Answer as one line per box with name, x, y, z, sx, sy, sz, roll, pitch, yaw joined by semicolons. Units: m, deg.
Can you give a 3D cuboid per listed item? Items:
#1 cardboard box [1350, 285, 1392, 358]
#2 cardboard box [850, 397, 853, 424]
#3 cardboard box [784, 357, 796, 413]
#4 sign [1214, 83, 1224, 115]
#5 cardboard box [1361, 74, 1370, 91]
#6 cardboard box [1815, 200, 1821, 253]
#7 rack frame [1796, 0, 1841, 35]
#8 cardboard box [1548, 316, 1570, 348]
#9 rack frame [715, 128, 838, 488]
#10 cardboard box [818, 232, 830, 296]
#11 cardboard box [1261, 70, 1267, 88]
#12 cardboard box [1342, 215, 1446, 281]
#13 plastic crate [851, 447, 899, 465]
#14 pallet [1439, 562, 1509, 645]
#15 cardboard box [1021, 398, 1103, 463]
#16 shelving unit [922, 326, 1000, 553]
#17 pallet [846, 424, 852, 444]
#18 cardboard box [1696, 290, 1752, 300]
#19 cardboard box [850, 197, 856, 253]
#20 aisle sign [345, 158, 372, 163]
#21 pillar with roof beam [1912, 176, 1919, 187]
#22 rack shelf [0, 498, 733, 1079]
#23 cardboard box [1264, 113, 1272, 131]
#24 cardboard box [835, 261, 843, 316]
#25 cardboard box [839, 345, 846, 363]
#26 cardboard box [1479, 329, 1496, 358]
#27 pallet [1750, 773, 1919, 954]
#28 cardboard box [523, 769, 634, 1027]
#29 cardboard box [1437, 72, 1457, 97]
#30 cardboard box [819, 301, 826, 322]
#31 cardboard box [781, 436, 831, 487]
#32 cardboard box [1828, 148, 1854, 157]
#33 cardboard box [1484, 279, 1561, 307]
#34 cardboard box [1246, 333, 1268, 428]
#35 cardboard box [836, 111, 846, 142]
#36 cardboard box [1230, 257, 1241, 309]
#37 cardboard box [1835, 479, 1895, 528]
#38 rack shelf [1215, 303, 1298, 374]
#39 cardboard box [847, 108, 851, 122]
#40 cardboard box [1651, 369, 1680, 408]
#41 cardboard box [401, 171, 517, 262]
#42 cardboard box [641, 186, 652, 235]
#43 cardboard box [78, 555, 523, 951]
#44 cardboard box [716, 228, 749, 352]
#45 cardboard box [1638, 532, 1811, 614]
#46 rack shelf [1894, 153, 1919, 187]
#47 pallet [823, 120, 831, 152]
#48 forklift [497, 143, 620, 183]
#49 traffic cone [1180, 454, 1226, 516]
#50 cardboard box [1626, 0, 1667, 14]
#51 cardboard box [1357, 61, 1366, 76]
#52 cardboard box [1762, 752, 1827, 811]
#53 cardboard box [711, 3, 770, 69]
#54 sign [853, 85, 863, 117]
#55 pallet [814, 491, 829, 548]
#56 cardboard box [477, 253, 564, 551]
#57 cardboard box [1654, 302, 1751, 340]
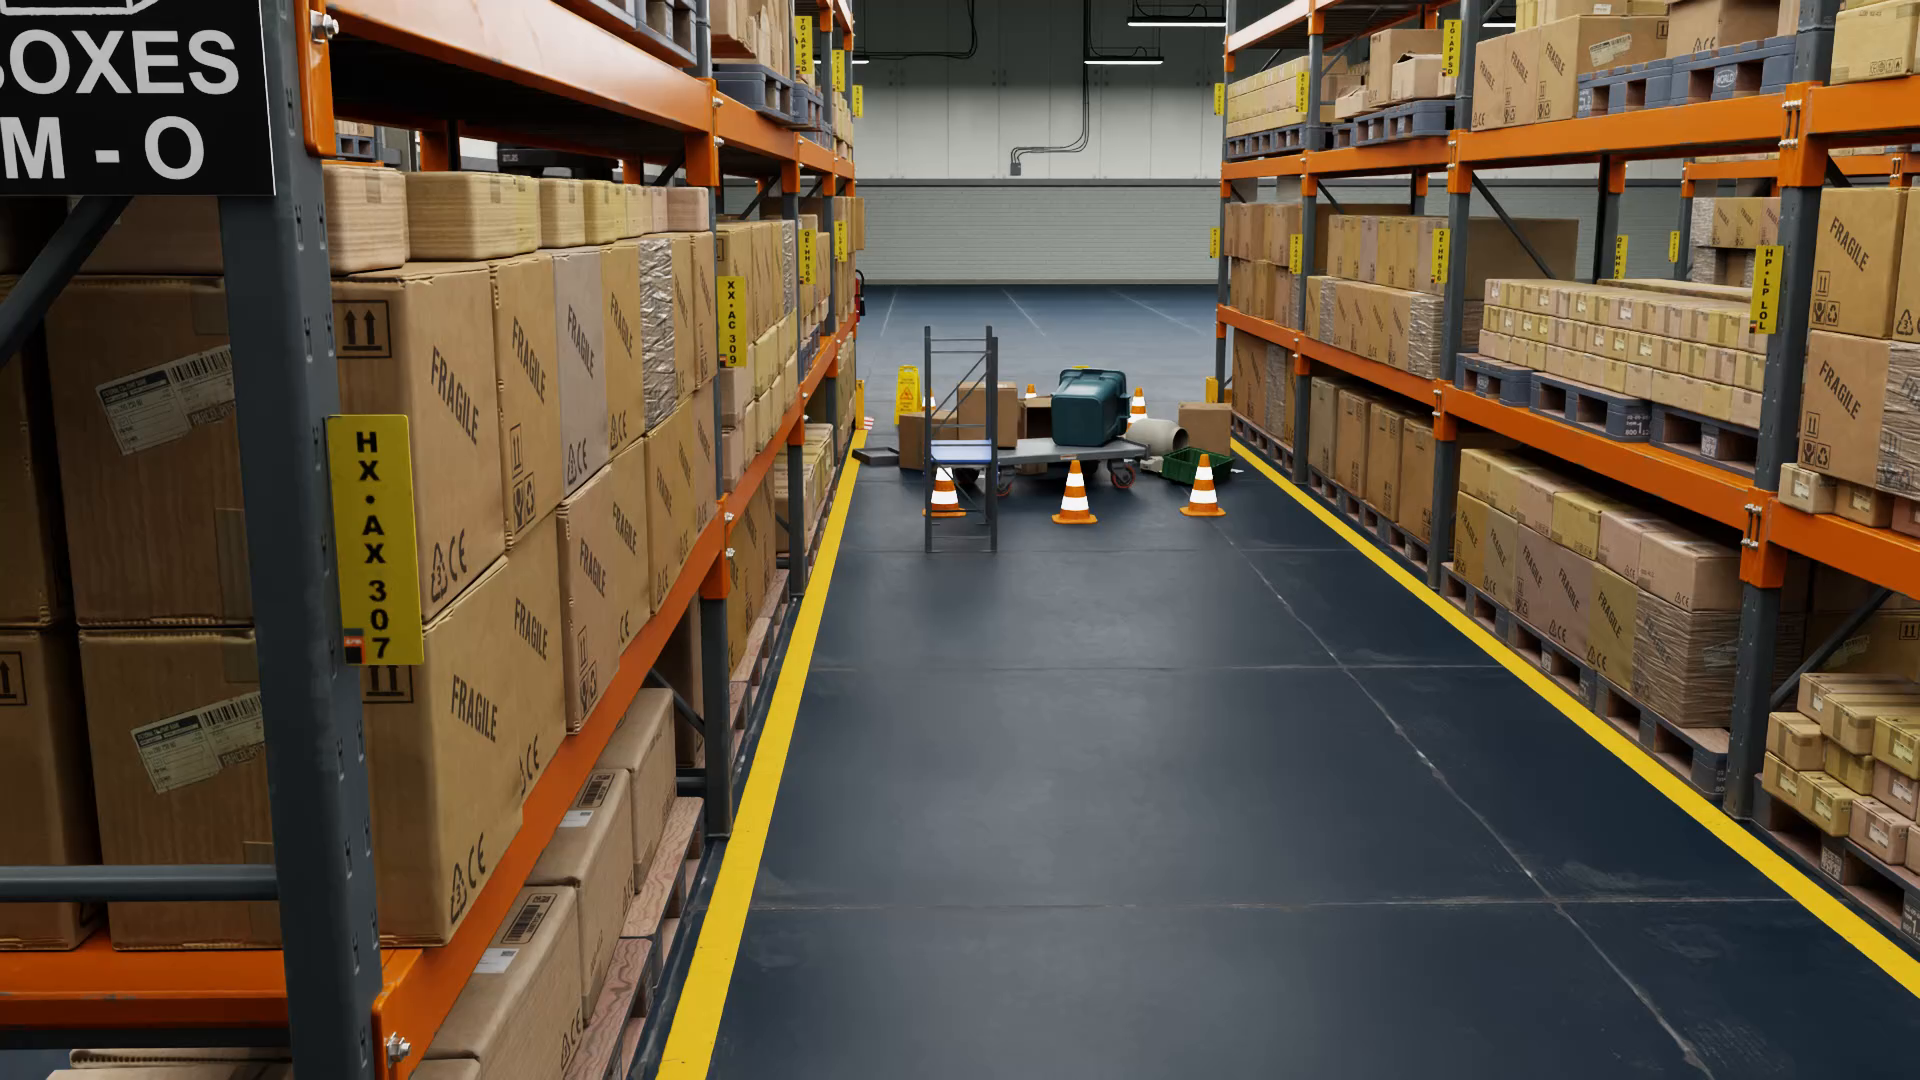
cardboard box;3.168;-1.602;12.161;0.500;0.500;0.500;0;11;0
cardboard box;-1.344;-1.310;16.831;0.500;0.250;0.500;0;11;-1
cardboard box;-1.171;-0.849;9.079;0.500;0.250;0.500;0;11;0
sign;2.759;-4.691;17.694;0.100;0.325;0.005;0;11;-1
cardboard box;3.667;-3.855;14.294;0.500;0.250;0.500;0;11;-1
cardboard box;8.062;-2.832;14.961;0.500;0.500;0.500;0;11;-1
rack frame;3.562;-3.309;5.738;1.000;3.000;0.127;0;11;-1
cardboard box;3.315;-1.089;8.712;0.380;0.149;0.250;0;11;-1
rack frame;-1.550;-1.919;13.974;1.000;3.000;0.127;0;11;-1
cardboard box;-1.311;-2.229;13.445;0.500;0.500;0.500;0;11;-2
cardboard box;3.039;-4.325;15.609;0.380;0.149;0.250;0;11;0
cardboard box;3.426;-2.298;13.074;0.700;0.500;0.500;0;11;-2
plastic crate;-0.763;-0.804;15.819;0.402;0.080;0.583;-4;12;-21
pallet;3.494;0.358;9.766;1.003;0.211;1.213;0;11;-1
cardboard box;0.963;-1.033;15.542;0.797;0.637;0.503;0;11;-1
shelving unit;-0.002;-0.752;11.994;0.538;1.500;1.048;0;11;-1
pallet;-1.650;-1.171;17.299;1.003;0.211;1.213;0;11;-1
cardboard box;3.973;-1.186;8.440;0.380;0.149;0.250;0;11;2
cardboard box;-1.314;-2.894;15.264;0.700;0.500;0.500;0;11;-2
aisle sign;-6.303;-3.981;17.601;0.394;0.787;0.004;0;11;-1
pillar with roof beam;19.211;-10.374;40.559;9.100;9.000;0.548;0;11;-1
rack shelf;-1.343;0.421;4.247;1.077;0.370;4.000;0;11;-1
cardboard box;3.042;-3.886;15.447;0.380;0.149;0.250;0;11;-2
cardboard box;-1.280;-2.202;14.371;0.500;0.500;0.500;0;11;-1
cardboard box;-1.247;-1.708;15.277;0.380;0.149;0.250;0;11;1
cardboard box;3.287;-1.157;9.795;0.380;0.149;0.250;0;11;-2
pallet;3.612;1.131;5.955;1.003;0.211;1.213;0;11;-1
cardboard box;-1.460;1.024;4.854;0.875;0.438;0.875;-1;11;-3
cardboard box;3.247;-2.893;10.510;0.380;0.166;0.250;0;11;-1
cardboard box;-1.225;-1.746;12.699;0.380;0.149;0.250;0;11;-1
cardboard box;-1.518;-0.590;12.975;0.950;0.372;0.625;0;11;2
cardboard box;8.087;-3.550;14.845;0.500;0.250;0.500;0;11;0
cardboard box;3.296;-1.445;9.717;0.380;0.149;0.250;0;11;-1
cardboard box;3.415;-1.610;16.737;0.875;0.875;0.875;0;11;-2
cardboard box;-1.303;-3.752;15.094;0.500;0.250;0.500;0;11;-1
cardboard box;3.367;-2.755;17.715;0.875;0.550;0.550;0;11;-1
cardboard box;3.321;-0.137;5.824;0.380;0.149;0.250;0;11;1
rack shelf;3.356;-2.004;16.205;1.077;0.370;4.000;0;11;-1
cardboard box;-1.330;-4.386;17.215;0.380;0.149;0.250;0;11;-1
cardboard box;3.342;-0.681;7.447;0.380;0.149;0.250;-1;11;-4
cardboard box;-1.000;-0.566;2.908;0.380;0.149;0.250;0;11;1
cardboard box;-1.168;-1.023;5.161;0.380;0.149;0.250;0;11;-1
cardboard box;-1.025;0.321;2.682;0.500;0.500;0.500;0;11;-2
cardboard box;-1.106;-0.956;6.463;0.500;0.500;0.500;0;11;0
cardboard box;3.294;0.135;7.192;0.500;0.250;0.500;-1;11;-3
rack shelf;8.399;-2.680;11.988;1.077;0.370;4.000;0;11;-1
pallet;-1.644;-3.174;13.088;1.213;0.211;1.003;0;11;-1
forklift;-3.544;-1.779;13.459;3.031;2.935;1.130;9;14;37
traffic cone;1.915;-0.443;13.081;0.336;0.463;0.334;0;11;-1
cardboard box;3.773;-2.877;8.976;0.396;0.266;0.258;0;11;-1
cardboard box;3.718;-4.127;14.631;0.380;0.149;0.250;0;11;-2
cardboard box;3.249;0.896;6.213;0.380;0.149;0.250;-1;11;-4
cardboard box;-1.072;-2.303;7.606;0.396;0.266;0.258;1;11;4
sign;-1.077;-4.616;17.499;0.100;0.325;0.005;0;11;-1
pallet;-1.504;-0.155;12.290;1.003;0.211;1.213;0;11;-1
cardboard box;-1.045;-0.272;3.089;0.500;0.500;0.500;-1;11;-3
cardboard box;3.343;-0.979;7.422;0.380;0.149;0.250;0;11;-1
